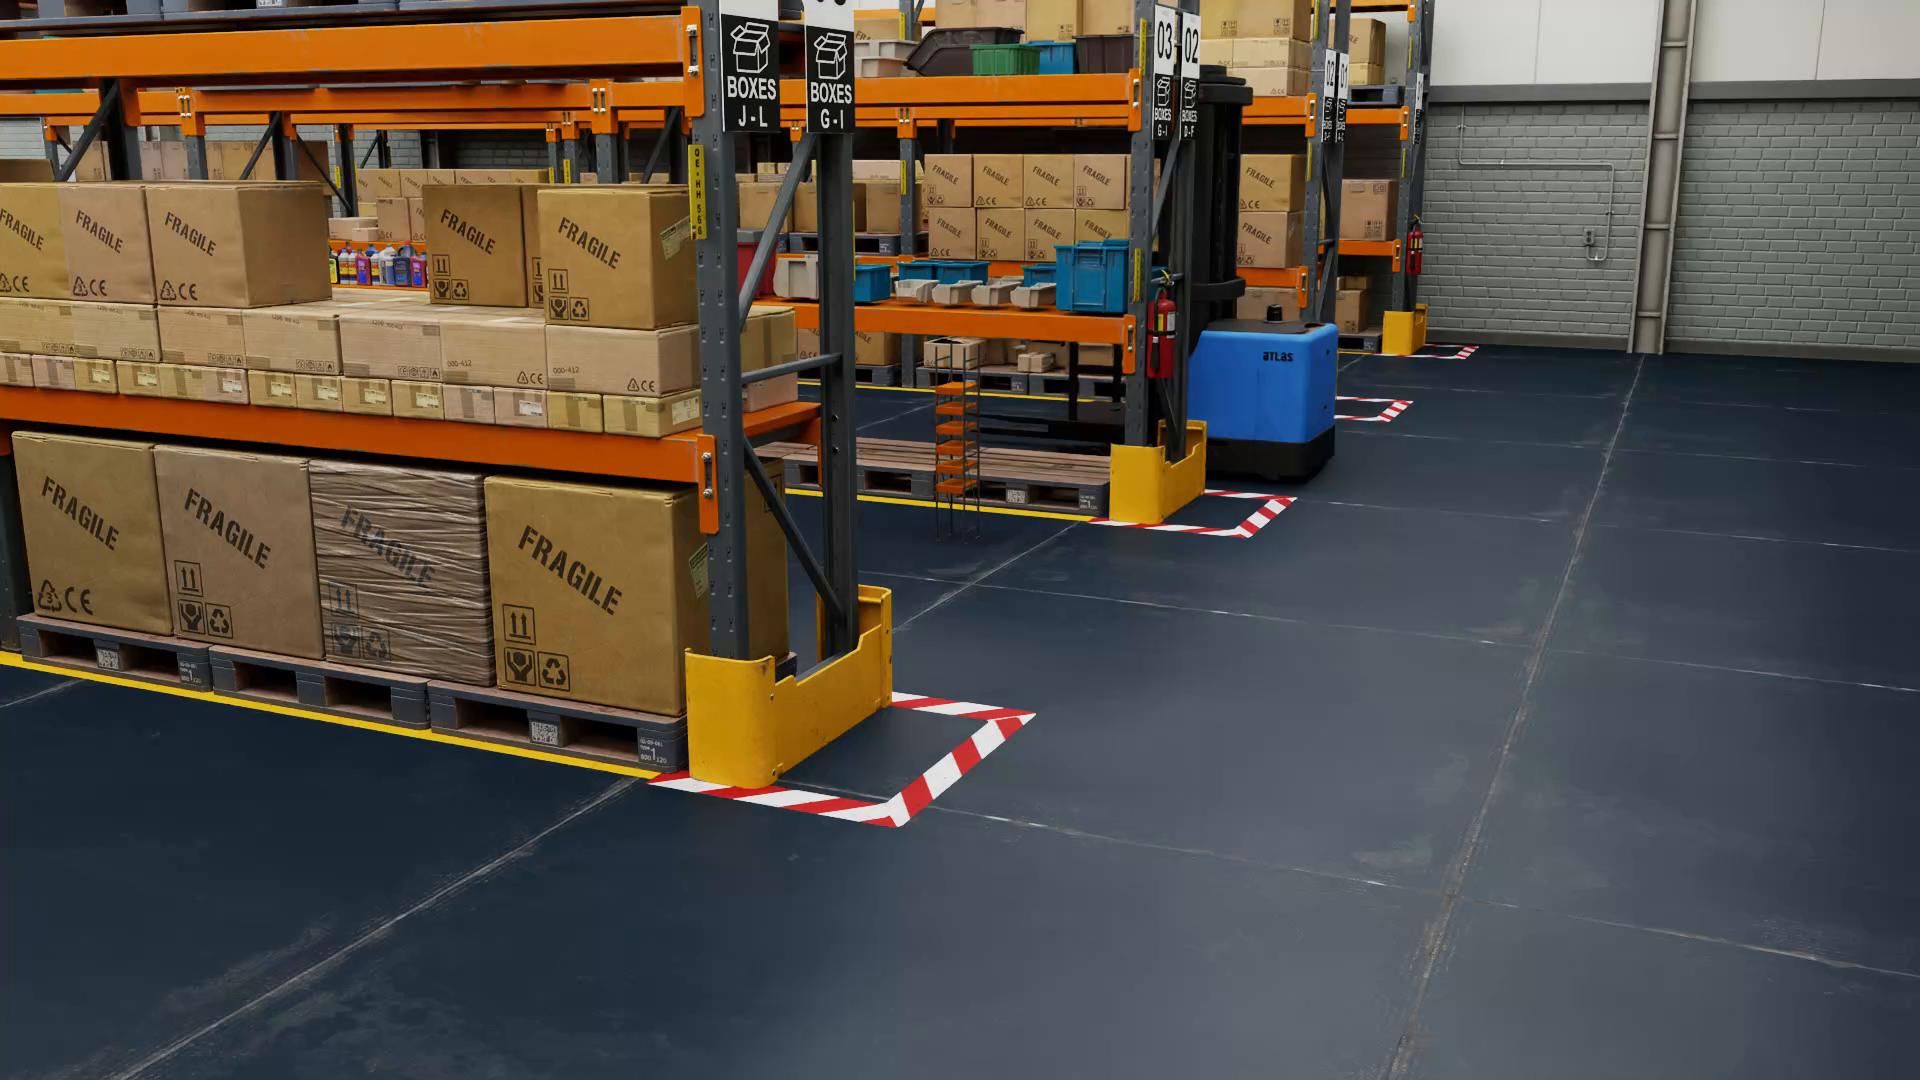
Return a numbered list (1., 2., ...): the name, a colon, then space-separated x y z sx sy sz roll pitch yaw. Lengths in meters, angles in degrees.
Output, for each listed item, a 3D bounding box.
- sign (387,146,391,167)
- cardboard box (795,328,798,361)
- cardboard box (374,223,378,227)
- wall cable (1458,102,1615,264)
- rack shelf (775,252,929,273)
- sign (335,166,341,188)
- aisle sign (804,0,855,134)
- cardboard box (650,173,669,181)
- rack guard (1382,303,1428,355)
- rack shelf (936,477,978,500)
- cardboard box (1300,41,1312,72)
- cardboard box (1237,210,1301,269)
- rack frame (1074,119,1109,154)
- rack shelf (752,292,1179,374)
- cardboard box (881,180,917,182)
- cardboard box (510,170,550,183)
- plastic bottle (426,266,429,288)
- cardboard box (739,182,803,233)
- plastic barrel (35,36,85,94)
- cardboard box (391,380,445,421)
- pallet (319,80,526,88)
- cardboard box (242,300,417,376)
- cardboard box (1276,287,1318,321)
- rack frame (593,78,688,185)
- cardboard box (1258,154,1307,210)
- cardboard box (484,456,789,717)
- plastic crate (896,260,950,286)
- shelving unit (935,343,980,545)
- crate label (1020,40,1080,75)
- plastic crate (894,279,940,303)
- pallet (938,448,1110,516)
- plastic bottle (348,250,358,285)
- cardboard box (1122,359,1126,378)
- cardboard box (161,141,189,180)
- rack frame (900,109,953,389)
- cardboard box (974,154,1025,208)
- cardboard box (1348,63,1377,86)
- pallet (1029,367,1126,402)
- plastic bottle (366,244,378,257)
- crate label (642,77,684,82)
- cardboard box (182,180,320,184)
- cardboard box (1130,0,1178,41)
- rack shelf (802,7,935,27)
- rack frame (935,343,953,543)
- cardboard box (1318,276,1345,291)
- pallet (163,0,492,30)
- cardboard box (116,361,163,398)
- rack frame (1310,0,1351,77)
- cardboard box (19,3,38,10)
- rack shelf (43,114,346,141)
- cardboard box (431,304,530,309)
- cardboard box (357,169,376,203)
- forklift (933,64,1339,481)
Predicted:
1. sign: -9.057 -6.073 26.344 0.005 0.325 0.100 6 14 23
2. cardboard box: -1.805 -2.173 17.459 0.500 0.500 0.500 6 14 24
3. cardboard box: -6.767 -3.728 19.871 0.258 0.266 0.396 5 14 22
4. wall cable: 6.883 -4.335 19.938 1.851 1.984 0.084 6 14 23
5. rack shelf: -2.160 -2.931 17.755 4.000 0.370 1.077 6 14 23
6. sign: -9.519 -5.550 25.445 0.005 0.325 0.100 6 14 23
7. aisle sign: -0.503 -1.979 6.432 0.004 0.787 0.394 6 14 23
8. cardboard box: -4.068 -4.973 23.698 0.500 0.500 0.700 8 15 31
9. rack guard: 5.351 -2.542 19.993 0.348 0.500 1.175 6 14 23
10. rack shelf: -0.013 -0.309 10.188 0.180 0.103 0.258 6 14 23
11. cardboard box: 2.962 -4.459 15.358 0.500 0.250 0.500 6 14 23
12. cardboard box: 2.806 -2.759 15.229 0.500 0.500 0.500 6 15 25
13. rack frame: 1.672 -4.131 21.295 0.127 3.000 1.000 6 14 23
14. rack shelf: -0.512 -1.527 11.770 4.000 0.370 1.077 6 14 23
15. cardboard box: -0.717 -4.510 21.993 0.500 0.500 0.500 6 14 23
16. cardboard box: -6.200 -5.152 24.290 0.500 0.500 0.500 6 14 23
17. plastic bottle: -4.080 -2.054 12.875 0.097 0.201 0.097 0 13 0
18. cardboard box: -1.972 -3.500 17.466 0.500 0.500 0.700 2 13 9
19. plastic barrel: -7.906 -4.384 14.708 0.708 0.901 0.600 6 14 23
20. cardboard box: -2.083 -0.593 6.768 0.250 0.149 0.380 5 14 22
21. pallet: -4.135 -3.587 12.822 1.213 0.211 1.003 6 14 23
22. cardboard box: -2.647 -0.860 7.031 0.500 0.250 0.500 6 14 23
23. cardboard box: 4.191 -2.839 20.339 0.500 0.500 0.700 6 14 23
24. rack frame: -2.341 -2.062 12.476 0.127 3.000 1.000 6 14 23
25. cardboard box: 3.027 -3.358 15.591 0.500 0.500 0.500 6 15 25
26. cardboard box: -1.307 0.130 6.866 0.875 0.875 0.875 6 14 23
27. plastic crate: -0.254 -1.881 11.939 0.300 0.233 0.416 6 14 23
28. shelving unit: -0.013 -0.585 10.123 0.189 1.200 0.258 6 14 23
29. crate label: 0.604 -3.233 11.225 0.502 0.251 0.408 6 14 23
30. plastic crate: -0.305 -1.704 11.398 0.250 0.136 0.298 6 14 23
31. pallet: 0.578 -0.419 11.577 1.213 0.211 1.003 6 14 23
32. plastic bottle: -4.794 -2.160 13.175 0.097 0.271 0.097 0 13 0
33. cardboard box: 1.873 -1.695 15.967 0.500 0.250 0.500 6 14 23
34. cardboard box: -9.430 -4.696 20.642 0.500 0.500 0.700 6 14 23
35. rack frame: -0.331 -3.096 16.884 0.127 3.000 1.000 6 14 23
36. cardboard box: 0.458 -3.482 16.119 0.500 0.500 0.500 5 14 21
37. cardboard box: 4.552 -5.414 19.385 0.500 0.250 0.500 6 15 25
38. pallet: 1.416 -1.562 16.451 1.213 0.211 1.003 6 14 23
39. plastic bottle: -4.968 -2.367 14.059 0.097 0.271 0.097 0 13 0
40. crate label: -2.011 -3.288 11.713 0.466 0.136 0.293 6 14 23
41. cardboard box: -3.362 -1.430 7.820 0.500 0.500 0.500 6 14 24
42. cardboard box: 1.926 -4.854 15.401 0.500 0.500 0.700 6 14 23
43. rack shelf: -0.157 -6.692 21.526 4.000 0.370 1.077 6 14 23
44. rack frame: -0.097 -0.594 10.160 0.006 1.200 0.240 6 14 23
45. cardboard box: 4.457 -3.082 19.956 0.250 0.149 0.380 6 14 23
46. pallet: -2.492 -2.254 6.921 1.213 0.211 1.003 6 14 23
47. cardboard box: -3.489 -0.736 7.374 0.250 0.149 0.380 5 14 22
48. rack frame: 3.326 -5.647 14.621 0.127 3.000 1.000 6 14 23
49. cardboard box: -4.881 -2.793 7.885 0.500 0.500 0.700 6 15 25
50. rack shelf: -9.474 -5.132 20.567 4.000 0.370 1.077 6 14 23
51. cardboard box: -1.955 -0.924 7.303 0.500 0.250 0.500 5 14 21
52. cardboard box: -8.985 -5.436 25.500 0.500 0.500 0.500 6 14 23
53. forklift: 1.297 -2.056 12.601 3.031 2.935 1.130 6 14 24
